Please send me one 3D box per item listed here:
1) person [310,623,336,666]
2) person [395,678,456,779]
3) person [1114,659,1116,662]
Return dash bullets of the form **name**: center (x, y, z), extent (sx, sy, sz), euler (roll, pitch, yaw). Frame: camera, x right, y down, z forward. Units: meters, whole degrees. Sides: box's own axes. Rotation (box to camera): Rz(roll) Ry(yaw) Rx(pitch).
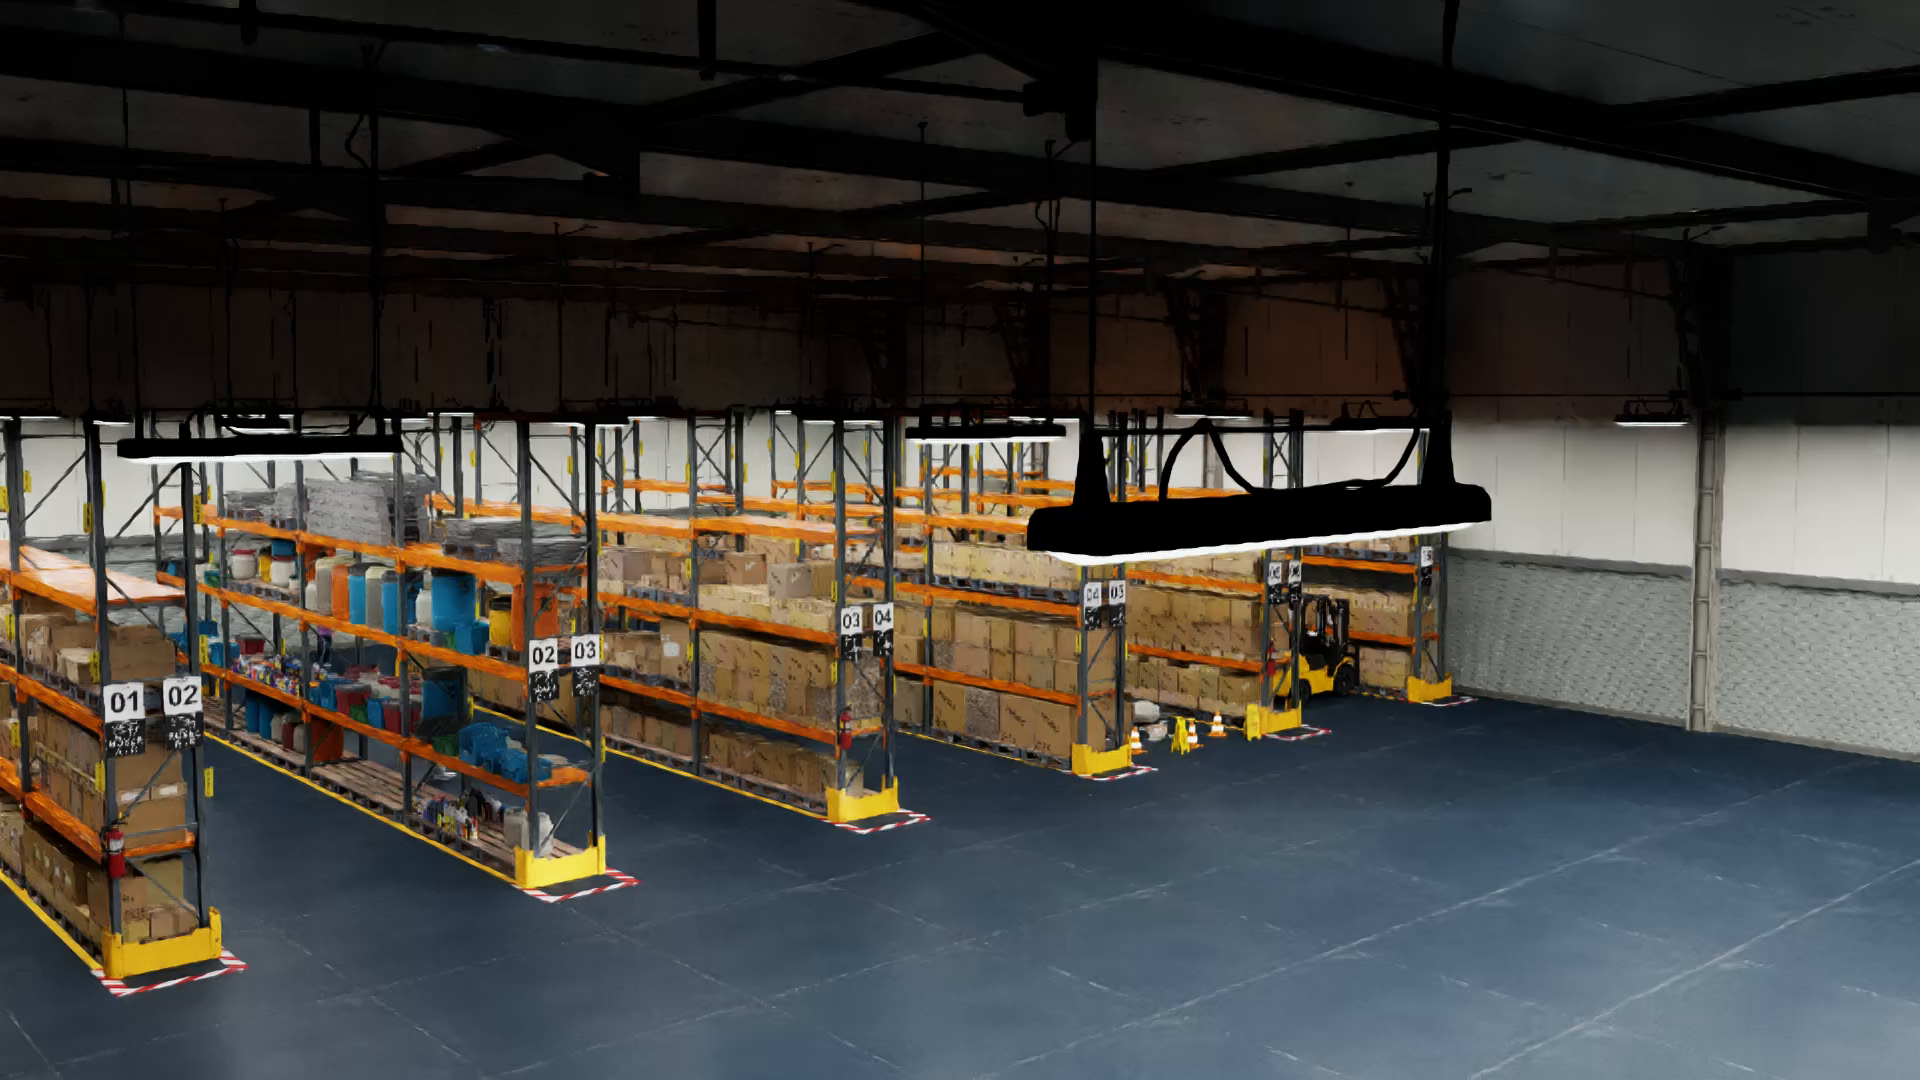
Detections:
- **person**: center (-14.768, 2.179, 38.579), extent (0.566, 1.531, 0.519), euler (-5, 7, -43)
- **person**: center (-8.826, 3.079, 27.164), extent (0.901, 1.713, 0.724), euler (3, 6, 32)
- **person**: center (3.628, 1.983, 39.340), extent (0.497, 1.765, 0.625), euler (-1, 5, -11)
